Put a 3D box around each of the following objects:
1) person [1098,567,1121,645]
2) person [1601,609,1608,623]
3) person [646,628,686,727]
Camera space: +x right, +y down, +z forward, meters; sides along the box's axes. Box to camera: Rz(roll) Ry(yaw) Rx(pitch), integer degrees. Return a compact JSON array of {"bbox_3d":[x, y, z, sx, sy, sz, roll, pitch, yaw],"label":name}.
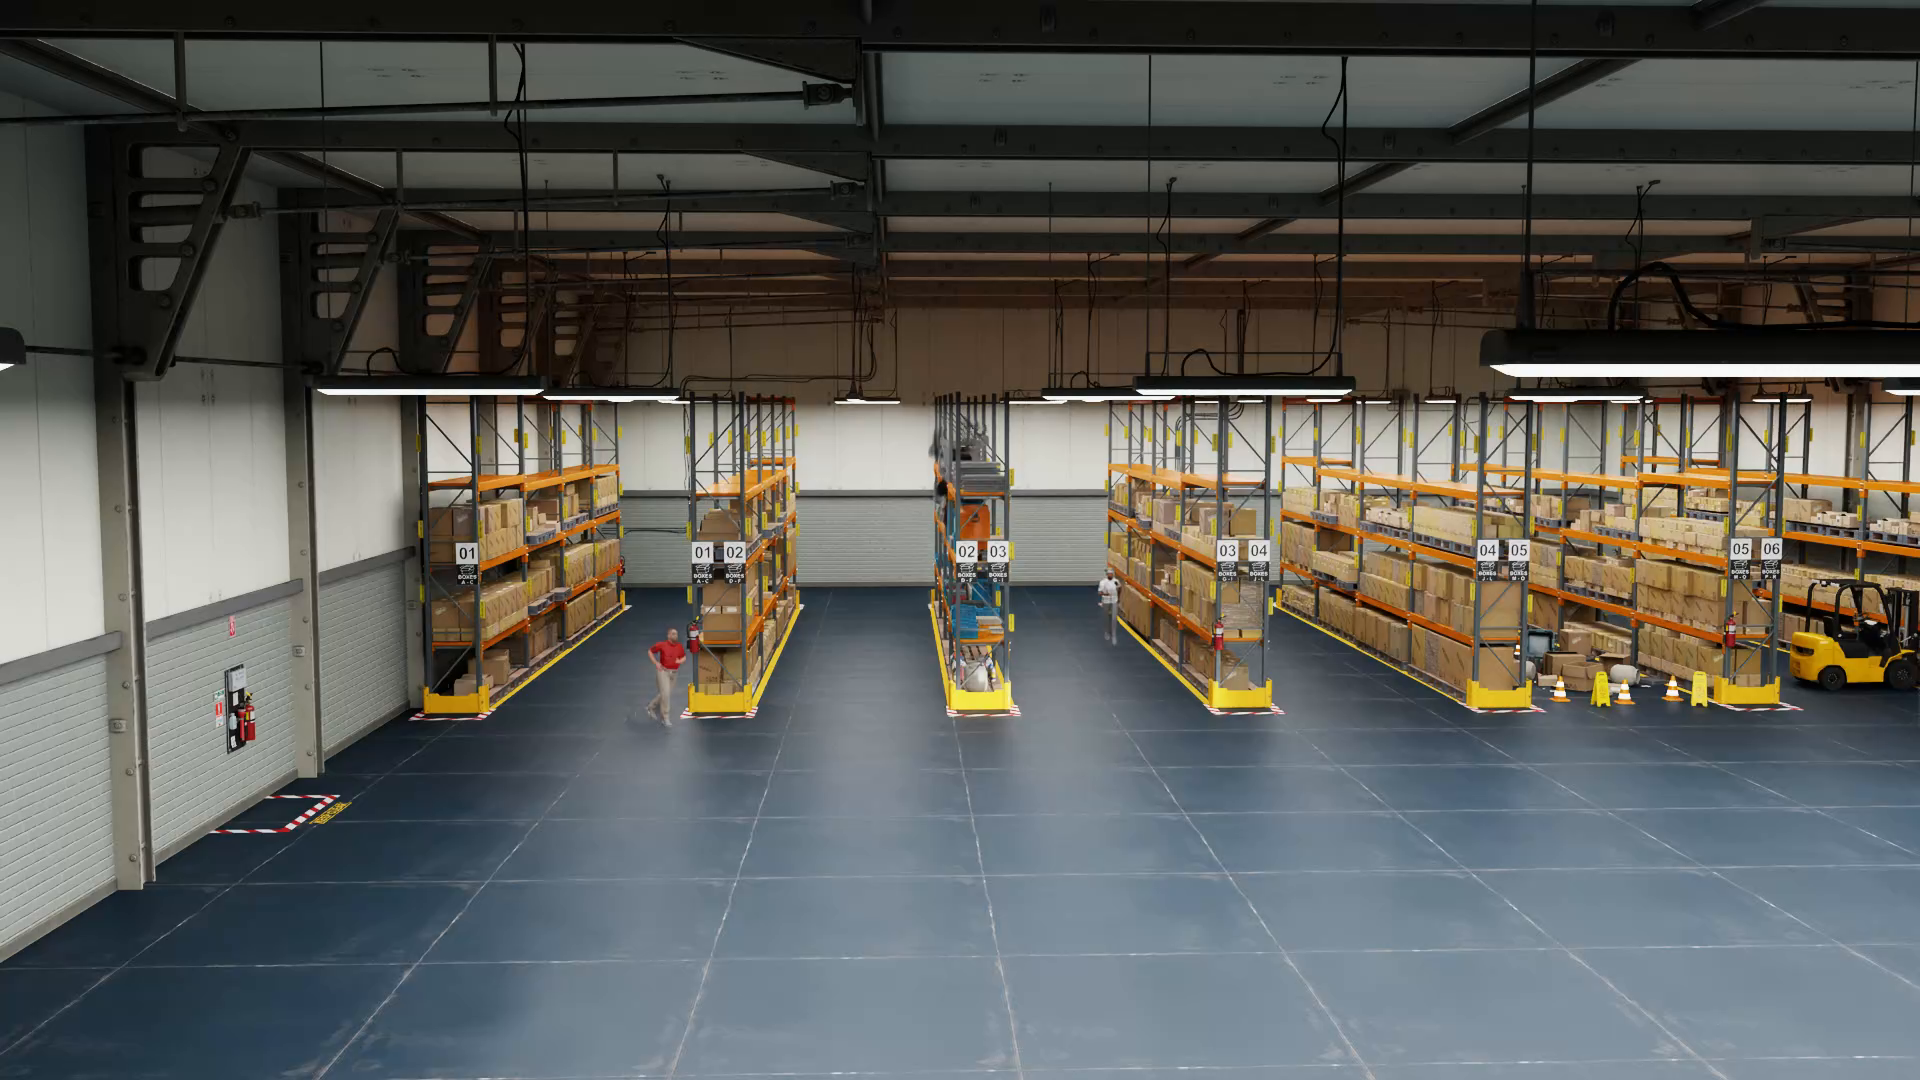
[{"bbox_3d":[3.471,1.497,38.487,0.569,1.750,0.800,0,5,-1],"label":"person"},{"bbox_3d":[16.627,1.391,43.379,0.703,1.719,0.597,-1,5,-7],"label":"person"},{"bbox_3d":[-5.301,2.470,30.217,0.899,1.744,0.676,4,6,44],"label":"person"}]
